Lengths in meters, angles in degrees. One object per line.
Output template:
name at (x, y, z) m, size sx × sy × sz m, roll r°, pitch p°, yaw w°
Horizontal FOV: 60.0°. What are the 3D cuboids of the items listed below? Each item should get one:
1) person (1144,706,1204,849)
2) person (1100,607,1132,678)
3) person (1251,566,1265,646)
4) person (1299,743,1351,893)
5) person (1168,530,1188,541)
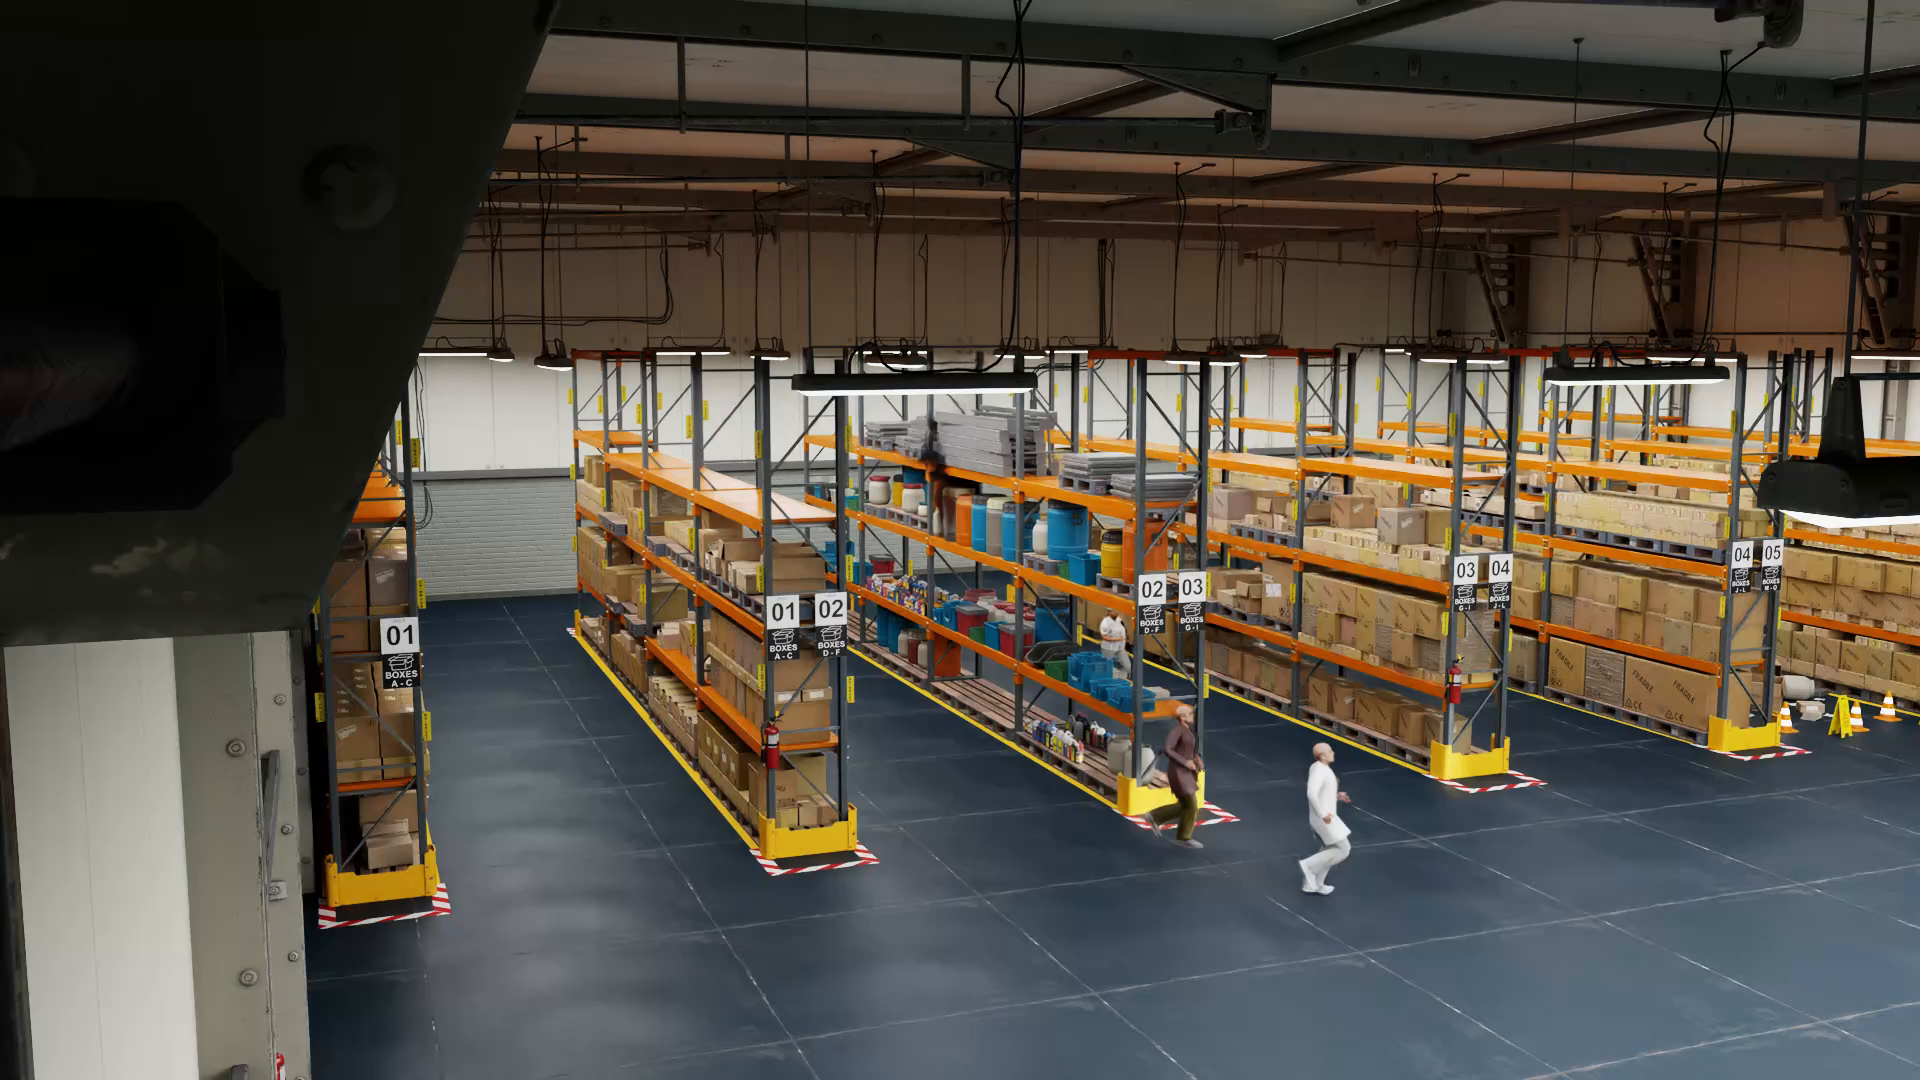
person at (2.705, 2.922, 20.718) m, size 0.778 × 1.739 × 0.754 m, roll 3°, pitch 8°, yaw 22°
person at (2.702, 1.918, 28.922) m, size 0.601 × 1.644 × 0.648 m, roll -5°, pitch 8°, yaw -32°
person at (5.967, 1.323, 33.702) m, size 0.577 × 1.641 × 0.794 m, roll -4°, pitch 8°, yaw -30°
person at (4.122, 3.142, 18.750) m, size 0.572 × 1.738 × 0.775 m, roll 1°, pitch 7°, yaw 7°
person at (5.214, 0.374, 41.000) m, size 0.729 × 1.771 × 0.781 m, roll -6°, pitch 9°, yaw -40°
